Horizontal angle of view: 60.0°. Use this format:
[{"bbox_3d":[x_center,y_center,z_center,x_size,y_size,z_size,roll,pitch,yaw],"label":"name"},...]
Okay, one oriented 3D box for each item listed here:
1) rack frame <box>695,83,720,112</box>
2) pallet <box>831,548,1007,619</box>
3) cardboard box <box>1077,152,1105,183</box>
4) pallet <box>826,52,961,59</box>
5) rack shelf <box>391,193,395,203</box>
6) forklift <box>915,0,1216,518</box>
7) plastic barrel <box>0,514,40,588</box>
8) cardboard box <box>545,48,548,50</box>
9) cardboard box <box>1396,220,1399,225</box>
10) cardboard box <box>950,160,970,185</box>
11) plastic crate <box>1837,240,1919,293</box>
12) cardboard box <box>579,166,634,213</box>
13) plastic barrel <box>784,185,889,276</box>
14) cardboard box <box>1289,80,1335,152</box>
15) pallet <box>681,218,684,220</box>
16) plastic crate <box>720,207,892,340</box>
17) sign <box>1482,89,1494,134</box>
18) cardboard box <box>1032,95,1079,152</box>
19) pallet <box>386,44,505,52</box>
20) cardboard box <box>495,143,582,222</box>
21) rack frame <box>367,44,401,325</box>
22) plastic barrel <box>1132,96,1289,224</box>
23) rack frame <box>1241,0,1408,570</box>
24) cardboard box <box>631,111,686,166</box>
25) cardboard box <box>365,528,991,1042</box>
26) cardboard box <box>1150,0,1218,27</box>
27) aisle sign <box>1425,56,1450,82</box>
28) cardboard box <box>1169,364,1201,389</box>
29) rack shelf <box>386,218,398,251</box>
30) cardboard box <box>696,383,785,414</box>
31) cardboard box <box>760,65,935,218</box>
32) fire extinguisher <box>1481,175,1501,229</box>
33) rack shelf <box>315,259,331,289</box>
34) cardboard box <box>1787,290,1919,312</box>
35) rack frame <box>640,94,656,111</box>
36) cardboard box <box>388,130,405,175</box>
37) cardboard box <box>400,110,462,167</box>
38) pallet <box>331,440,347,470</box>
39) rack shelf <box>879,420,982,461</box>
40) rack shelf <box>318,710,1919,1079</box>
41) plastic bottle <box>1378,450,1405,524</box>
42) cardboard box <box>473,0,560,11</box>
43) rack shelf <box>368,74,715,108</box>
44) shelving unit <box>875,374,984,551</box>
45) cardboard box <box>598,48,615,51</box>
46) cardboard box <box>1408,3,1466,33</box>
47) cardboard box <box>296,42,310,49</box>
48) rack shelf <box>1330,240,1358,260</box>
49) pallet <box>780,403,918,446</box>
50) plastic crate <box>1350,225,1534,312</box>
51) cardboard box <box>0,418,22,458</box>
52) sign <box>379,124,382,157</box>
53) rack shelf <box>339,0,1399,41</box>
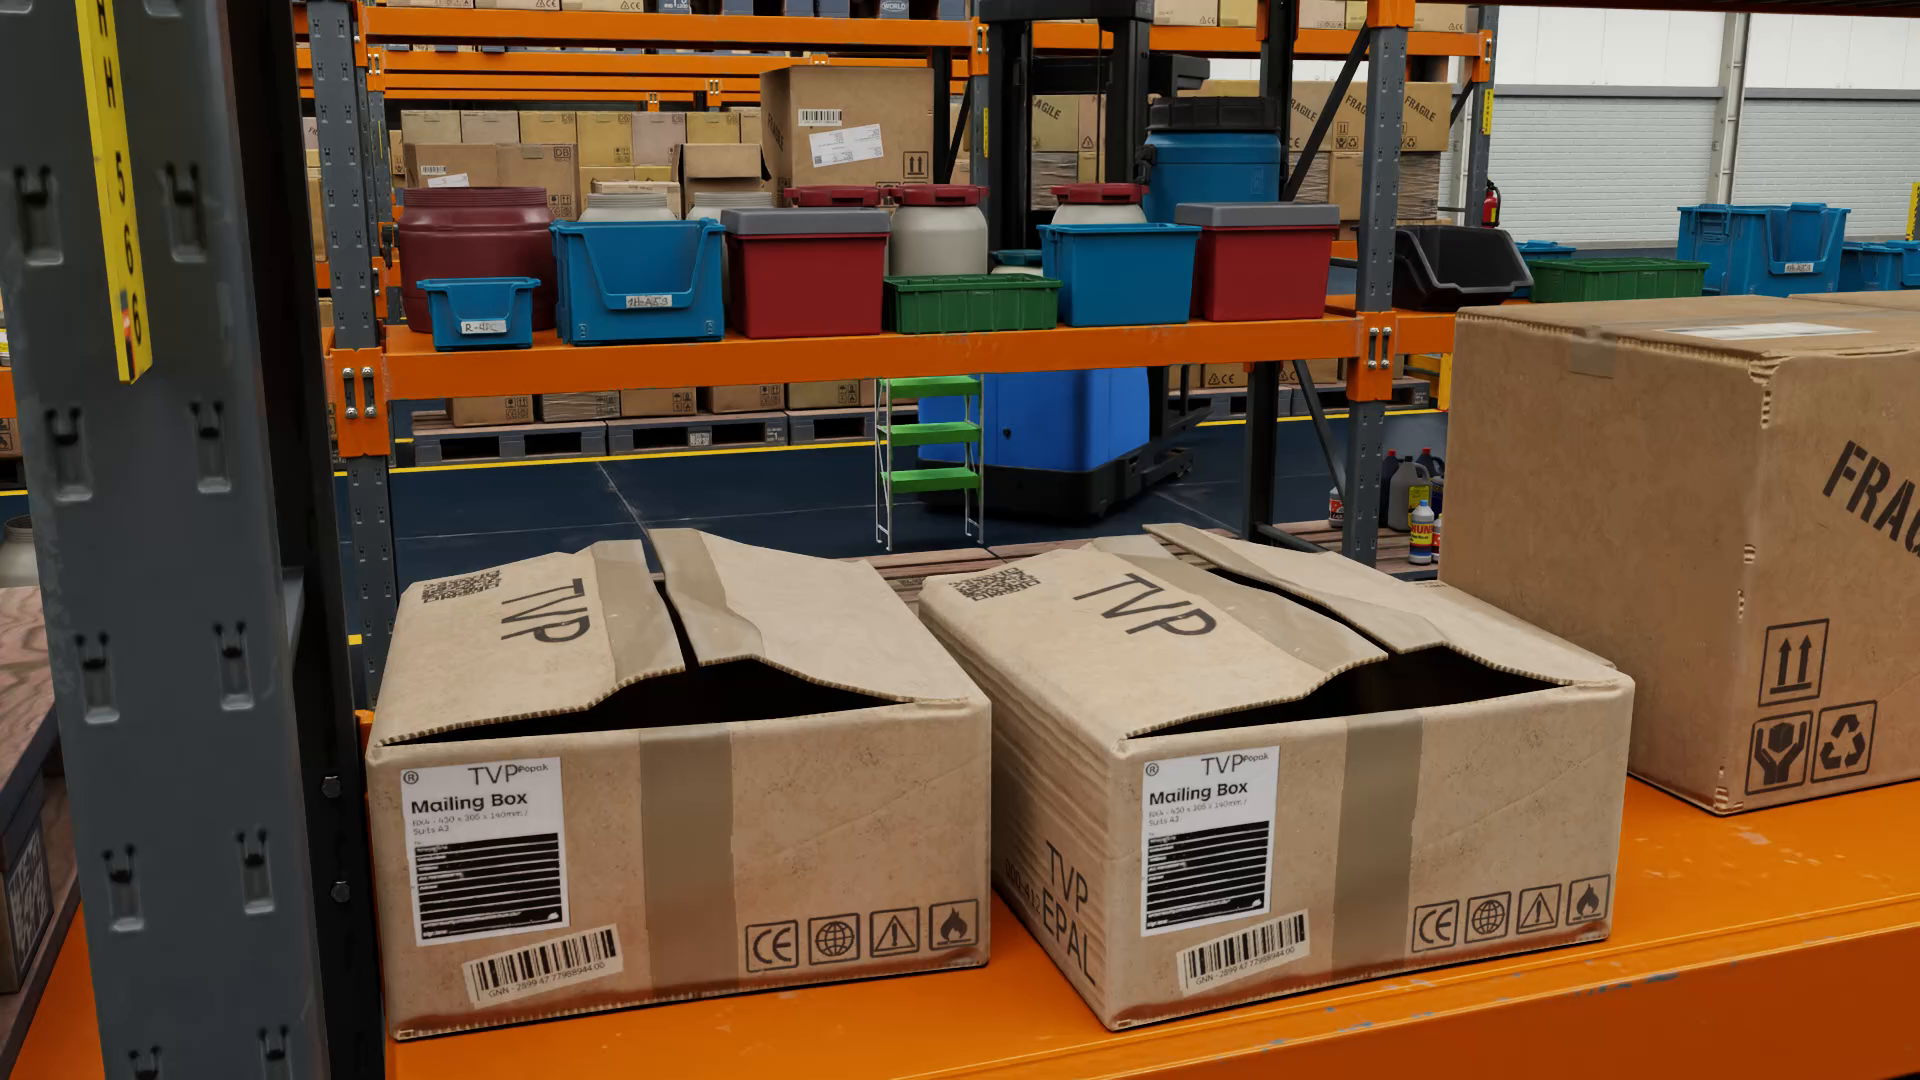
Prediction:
[{"bbox_3d":[-3.162,-4.486,21.018,0.127,3.000,1.000,-4,14,-18],"label":"rack frame"},{"bbox_3d":[-0.312,0.288,6.975,1.213,0.211,1.003,-4,14,-18],"label":"pallet"},{"bbox_3d":[0.930,-2.554,12.040,0.500,0.500,0.875,-4,14,-18],"label":"cardboard box"},{"bbox_3d":[-0.709,-4.882,16.393,1.213,0.211,1.003,-4,14,-18],"label":"pallet"},{"bbox_3d":[-6.644,-5.076,25.057,4.000,0.370,1.077,-4,14,-18],"label":"rack shelf"},{"bbox_3d":[0.831,-1.841,10.047,1.130,2.935,3.031,6,15,24],"label":"forklift"},{"bbox_3d":[-3.178,0.177,5.887,0.421,0.512,0.421,0,13,0],"label":"plastic barrel"},{"bbox_3d":[-6.085,-7.079,24.510,0.500,0.311,0.500,-5,14,-20],"label":"cardboard box"},{"bbox_3d":[3.128,-2.371,12.670,0.250,0.149,0.380,-4,14,-18],"label":"cardboard box"},{"bbox_3d":[-0.078,-3.570,16.844,0.550,0.550,0.875,-4,14,-18],"label":"cardboard box"},{"bbox_3d":[4.373,-1.299,7.945,0.408,0.251,0.499,-4,14,-18],"label":"plastic crate"},{"bbox_3d":[-3.335,-3.246,15.592,0.500,0.500,0.500,-5,14,-19],"label":"cardboard box"},{"bbox_3d":[-0.504,-1.183,6.842,0.433,0.535,0.433,0,13,0],"label":"plastic barrel"},{"bbox_3d":[2.400,-3.118,12.249,0.500,0.500,0.500,-4,14,-18],"label":"cardboard box"},{"bbox_3d":[-1.929,-2.079,11.314,1.213,0.211,1.003,-4,14,-18],"label":"pallet"},{"bbox_3d":[-0.584,-1.014,6.285,0.583,0.464,0.402,-4,14,-18],"label":"plastic crate"},{"bbox_3d":[3.948,-3.201,12.433,0.005,0.325,0.100,-4,14,-18],"label":"sign"},{"bbox_3d":[0.506,-2.969,11.624,0.500,0.500,0.500,-4,14,-18],"label":"cardboard box"},{"bbox_3d":[-4.685,-4.539,15.168,1.003,0.211,1.213,-4,14,-15],"label":"pallet"},{"bbox_3d":[-2.796,-2.382,11.049,0.500,0.500,0.700,-2,14,-10],"label":"cardboard box"},{"bbox_3d":[-5.279,-3.112,15.244,0.127,3.000,1.000,-4,14,-18],"label":"rack frame"},{"bbox_3d":[1.115,-1.508,7.415,0.708,0.901,0.600,-4,14,-18],"label":"plastic barrel"},{"bbox_3d":[1.578,-1.226,7.314,0.127,3.000,1.000,-4,14,-18],"label":"rack frame"},{"bbox_3d":[-2.922,-3.829,15.881,0.500,0.500,0.700,-4,14,-18],"label":"cardboard box"},{"bbox_3d":[-0.278,0.182,1.587,0.500,0.311,0.500,-4,14,-15],"label":"cardboard box"},{"bbox_3d":[1.481,-3.750,11.768,0.500,0.250,0.500,-5,14,-20],"label":"cardboard box"},{"bbox_3d":[3.753,-3.942,13.117,0.004,0.787,0.394,-4,14,-18],"label":"aisle sign"},{"bbox_3d":[1.494,-1.428,12.659,0.500,0.500,0.500,-6,15,-23],"label":"cardboard box"},{"bbox_3d":[-3.383,-2.910,15.948,4.000,0.370,1.077,-4,14,-18],"label":"rack shelf"},{"bbox_3d":[-1.578,-1.197,11.644,0.500,0.500,0.700,-6,15,-23],"label":"cardboard box"},{"bbox_3d":[-0.799,-2.780,11.645,1.000,1.000,1.000,-4,14,-18],"label":"cardboard box"},{"bbox_3d":[4.045,-2.477,12.742,0.183,0.674,0.296,-4,14,-18],"label":"fire extinguisher"},{"bbox_3d":[-5.688,-1.519,10.102,4.000,0.370,1.077,-4,14,-18],"label":"rack shelf"},{"bbox_3d":[1.447,-0.059,2.192,0.500,0.500,0.500,-4,14,-18],"label":"cardboard box"},{"bbox_3d":[-4.749,-5.574,25.594,0.127,3.000,1.000,-4,14,-18],"label":"rack frame"},{"bbox_3d":[-6.453,-4.570,19.609,0.500,0.500,0.500,-5,14,-20],"label":"cardboard box"},{"bbox_3d":[-4.850,-3.678,15.247,0.500,0.500,0.700,-5,14,-18],"label":"cardboard box"},{"bbox_3d":[-4.564,-0.619,10.787,1.213,0.211,1.003,-4,14,-18],"label":"pallet"},{"bbox_3d":[-0.157,-0.509,8.467,0.480,0.148,0.258,-4,14,-18],"label":"rack shelf"},{"bbox_3d":[1.259,0.358,2.208,4.000,0.370,1.077,-4,14,-18],"label":"rack shelf"},{"bbox_3d":[2.097,-0.262,8.035,0.185,0.351,0.144,-5,14,-20],"label":"plastic bottle"},{"bbox_3d":[-2.779,-3.420,10.380,0.500,0.250,0.500,-4,14,-17],"label":"cardboard box"},{"bbox_3d":[-5.058,-5.447,20.134,4.000,0.370,1.077,-4,14,-18],"label":"rack shelf"},{"bbox_3d":[-0.157,-0.571,8.453,0.503,1.200,0.258,-4,14,-18],"label":"shelving unit"},{"bbox_3d":[-4.151,-5.965,20.173,0.500,0.250,0.500,-4,14,-17],"label":"cardboard box"},{"bbox_3d":[3.414,-3.902,12.408,0.500,0.250,0.500,-4,14,-17],"label":"cardboard box"},{"bbox_3d":[-5.739,-4.522,14.474,0.500,0.500,0.500,-4,14,-18],"label":"cardboard box"},{"bbox_3d":[1.894,-2.110,12.585,4.000,0.370,1.077,-4,14,-18],"label":"rack shelf"},{"bbox_3d":[-0.739,-0.898,11.961,1.213,0.211,1.003,-4,14,-18],"label":"pallet"},{"bbox_3d":[2.115,-1.206,7.366,0.504,0.338,0.767,-4,14,-18],"label":"plastic crate"},{"bbox_3d":[-6.137,-1.010,10.091,0.875,0.875,1.225,-5,14,-20],"label":"cardboard box"},{"bbox_3d":[-5.097,-3.519,14.622,0.005,0.325,0.100,-4,14,-18],"label":"sign"},{"bbox_3d":[-0.317,-2.187,6.430,4.000,0.370,1.077,-4,14,-18],"label":"rack shelf"}]
